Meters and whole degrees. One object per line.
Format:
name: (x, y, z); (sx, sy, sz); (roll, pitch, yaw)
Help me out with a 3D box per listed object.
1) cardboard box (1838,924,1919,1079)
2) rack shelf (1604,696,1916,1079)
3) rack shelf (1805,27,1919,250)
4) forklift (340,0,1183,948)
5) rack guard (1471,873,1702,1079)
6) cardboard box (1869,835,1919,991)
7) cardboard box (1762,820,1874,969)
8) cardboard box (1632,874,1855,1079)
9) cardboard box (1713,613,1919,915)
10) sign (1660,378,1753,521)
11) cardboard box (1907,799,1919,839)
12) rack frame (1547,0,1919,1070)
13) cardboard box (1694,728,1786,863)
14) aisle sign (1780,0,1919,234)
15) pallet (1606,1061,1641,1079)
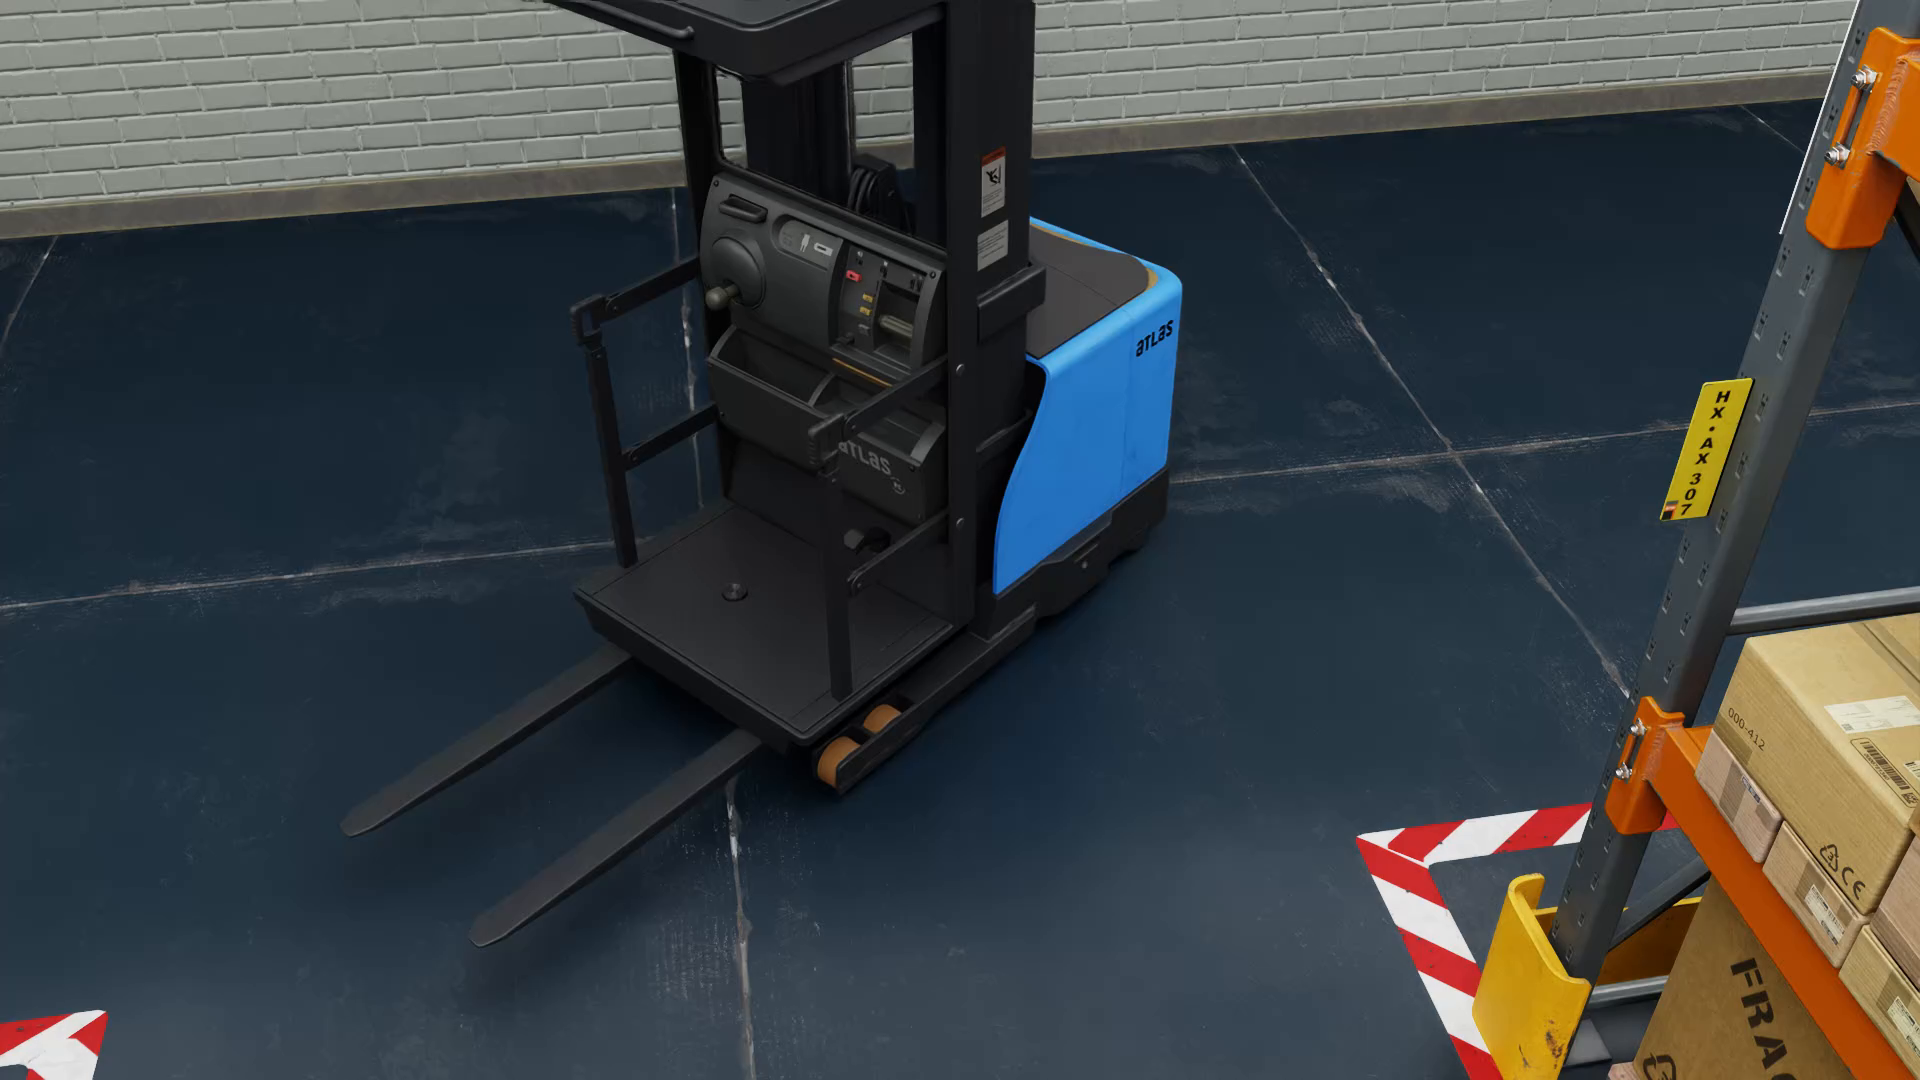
cardboard box: (1.836, 0.802, 2.977); (0.380, 0.149, 0.250); (-7, 38, -9)
rack shelf: (2.358, 1.636, 2.286); (1.077, 0.370, 4.000); (-6, 38, -8)
rack shelf: (2.358, 0.451, 1.365); (1.077, 0.370, 4.000); (-6, 38, -8)
forklift: (-0.563, -0.722, 4.790); (1.130, 2.935, 3.031); (28, 46, 31)
rack guard: (2.003, 1.117, 4.405); (1.175, 0.500, 0.348); (-6, 38, -8)
cardboard box: (1.923, 0.718, 2.761); (0.500, 0.250, 0.500); (-7, 38, -9)
cardboard box: (1.791, 0.648, 3.176); (0.380, 0.149, 0.250); (-7, 38, -9)
cardboard box: (2.198, 1.195, 3.656); (0.875, 0.875, 0.875); (-6, 38, -8)
cardboard box: (1.825, 0.405, 3.164); (0.500, 0.250, 0.500); (-7, 38, -9)
sign: (1.459, -0.173, 3.258); (0.100, 0.325, 0.005); (-6, 38, -8)
cardboard box: (1.913, 0.410, 2.545); (0.500, 0.500, 0.500); (-7, 38, -9)
rack frame: (2.007, 0.144, 3.620); (1.000, 3.000, 0.127); (-6, 38, -8)
cardboard box: (1.744, 0.493, 3.375); (0.380, 0.149, 0.250); (-6, 38, -7)
aisle sign: (1.699, -0.894, 2.837); (0.394, 0.787, 0.004); (-6, 38, -8)
pallet: (2.224, 1.720, 3.865); (1.003, 0.211, 1.213); (-6, 38, -8)
